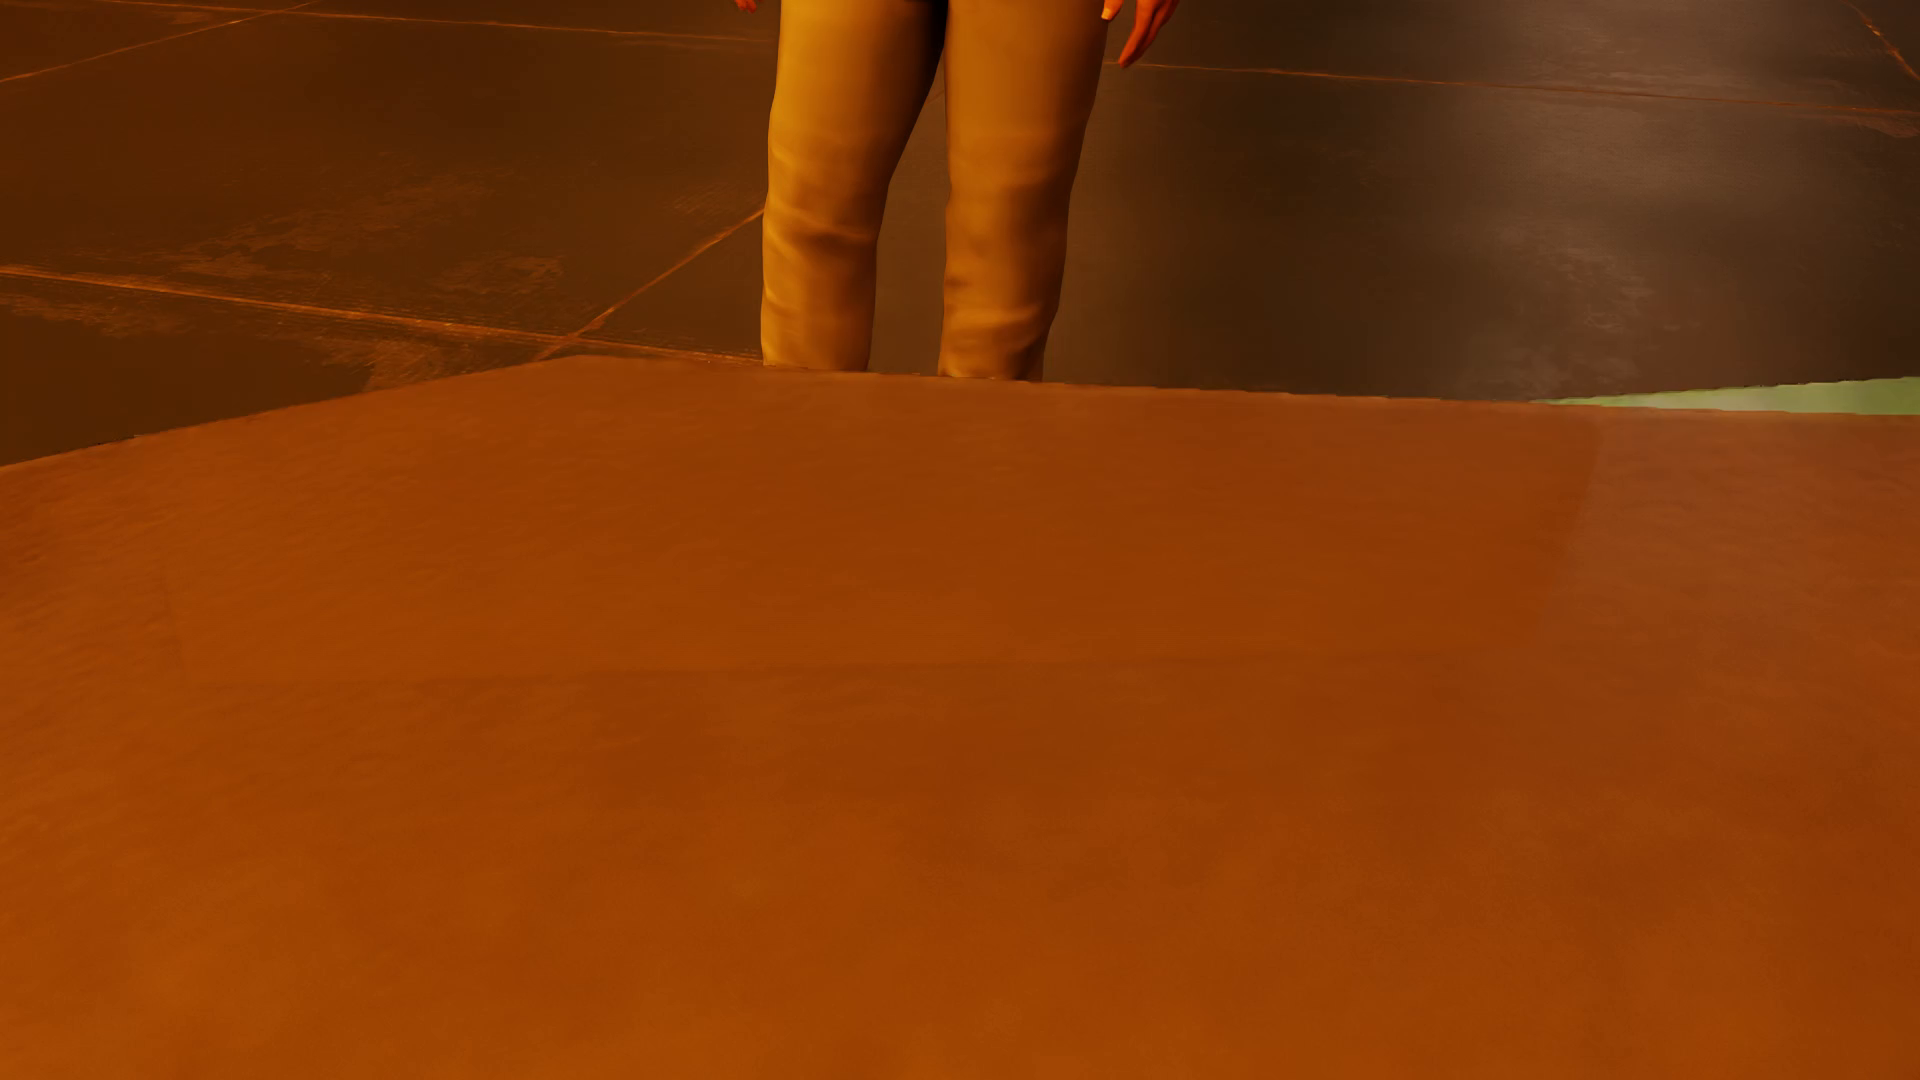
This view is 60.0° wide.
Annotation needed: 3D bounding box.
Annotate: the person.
[{"bbox_3d":[-0.035,-0.768,2.028,0.641,1.780,0.574,8,28,16],"label":"person"}]
